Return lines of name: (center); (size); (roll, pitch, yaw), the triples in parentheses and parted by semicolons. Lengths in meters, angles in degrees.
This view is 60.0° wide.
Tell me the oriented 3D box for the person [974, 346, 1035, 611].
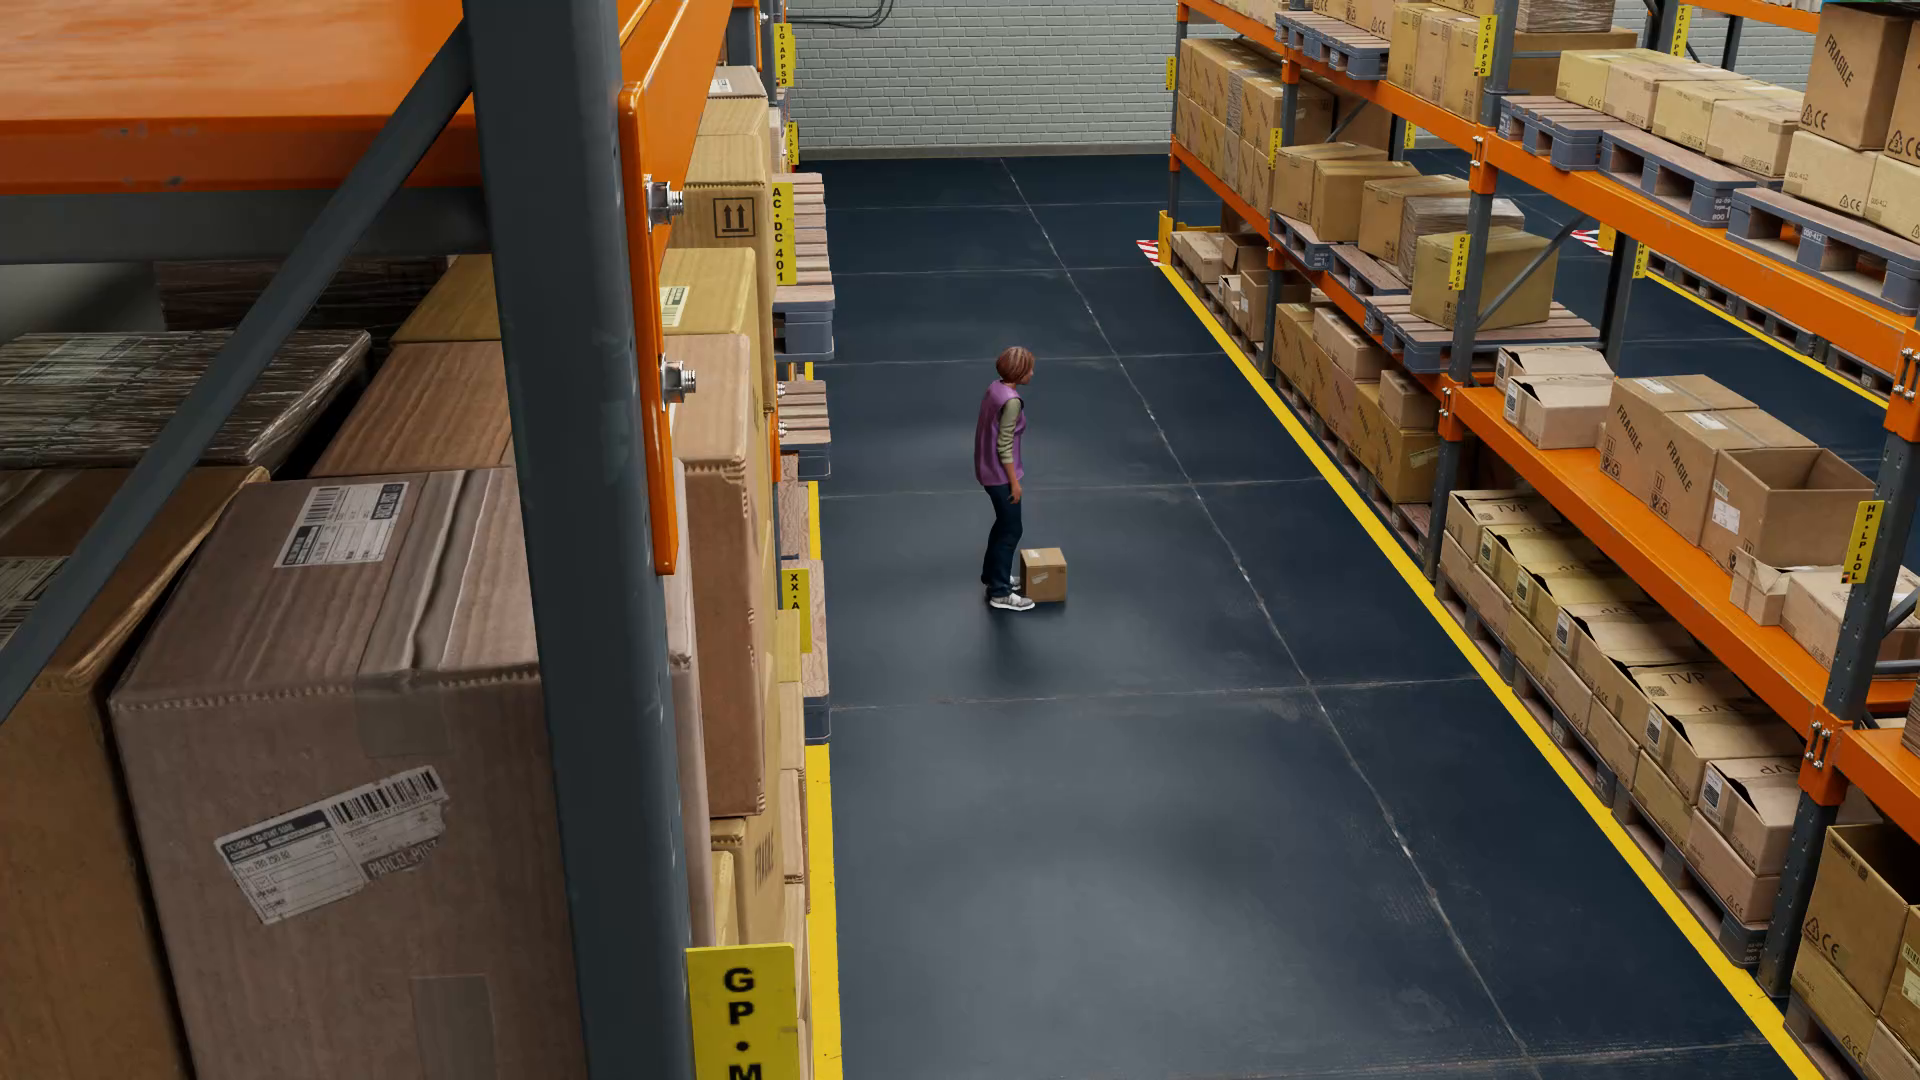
person: (0.266, -0.381, 9.970); (0.345, 1.591, 0.477); (-4, 24, -8)
